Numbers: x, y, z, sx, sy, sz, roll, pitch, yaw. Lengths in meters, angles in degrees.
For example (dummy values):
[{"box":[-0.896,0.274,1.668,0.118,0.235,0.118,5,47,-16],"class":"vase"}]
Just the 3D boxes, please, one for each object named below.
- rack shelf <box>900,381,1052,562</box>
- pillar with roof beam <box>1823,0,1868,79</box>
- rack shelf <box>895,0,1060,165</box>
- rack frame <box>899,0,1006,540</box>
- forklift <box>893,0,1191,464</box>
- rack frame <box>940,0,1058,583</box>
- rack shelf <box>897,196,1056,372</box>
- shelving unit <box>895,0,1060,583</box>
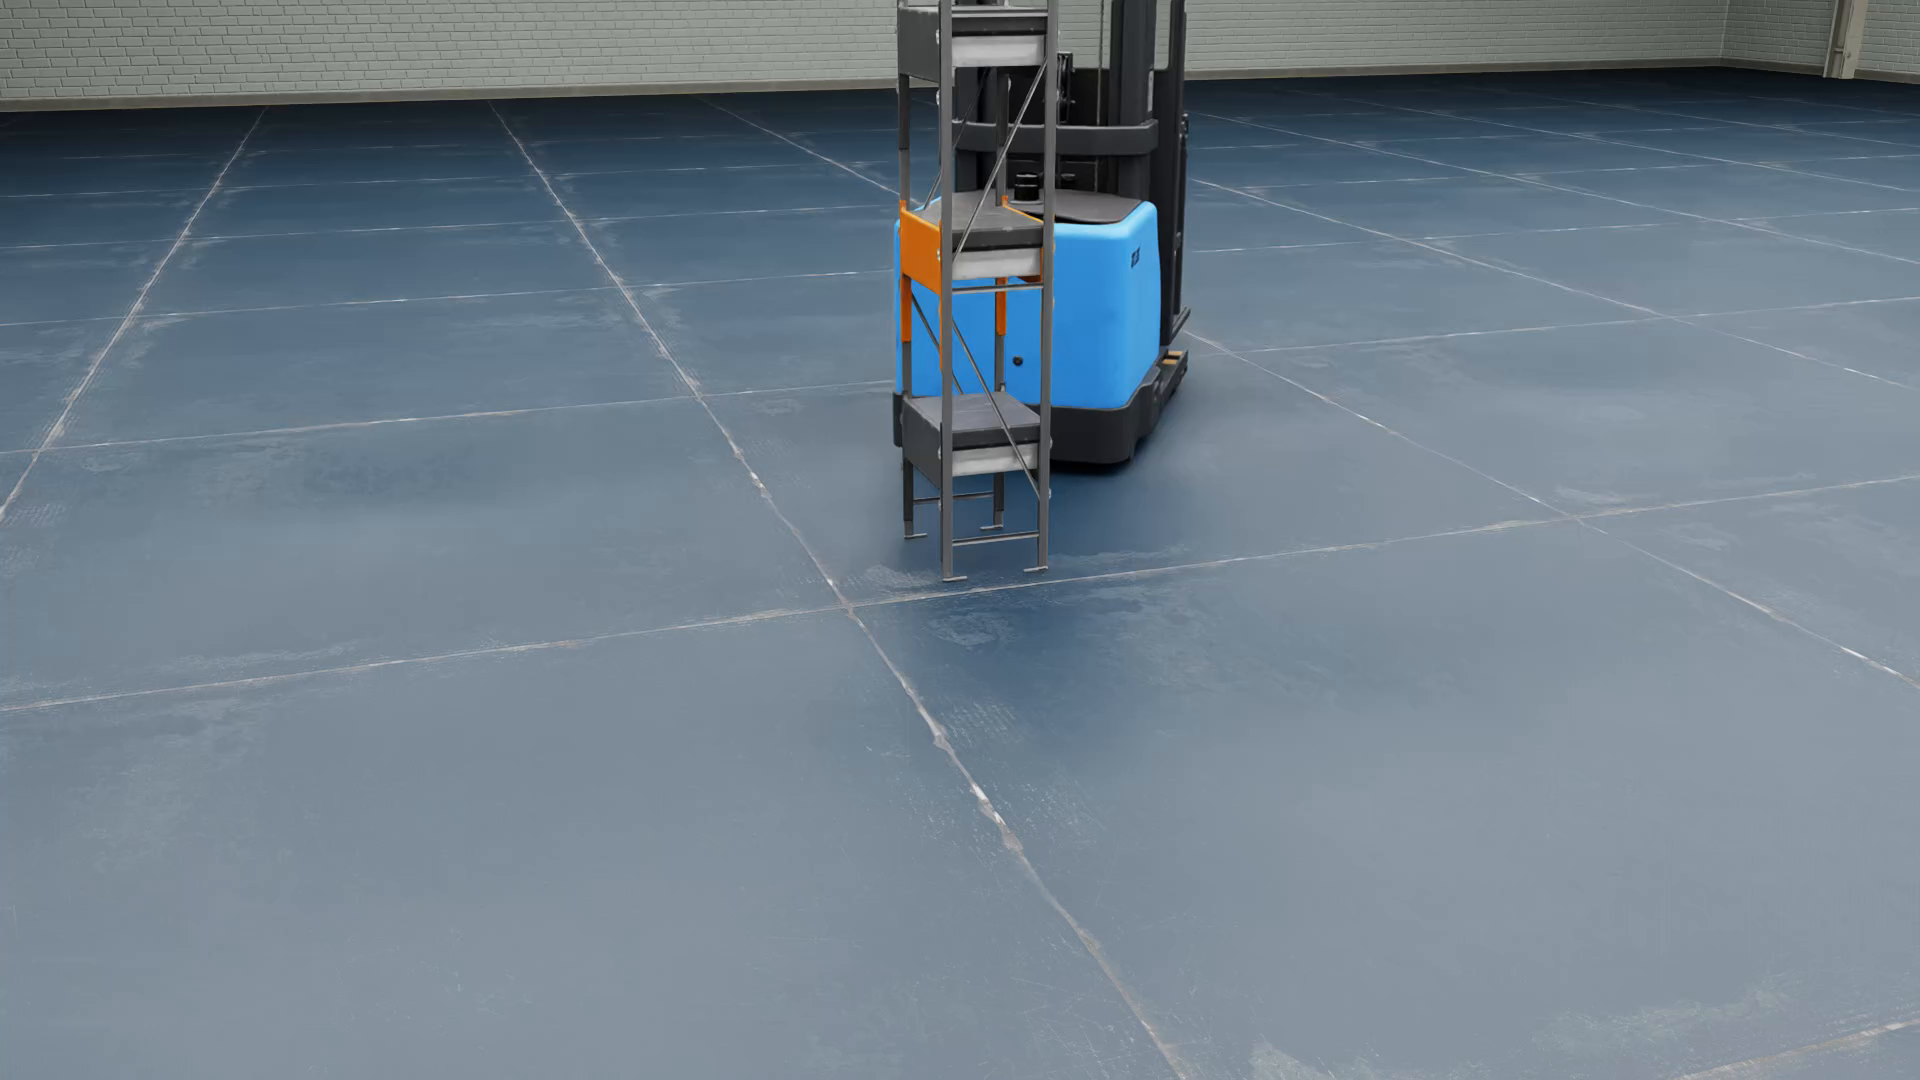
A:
[{"box":[0.052,-0.263,6.155,0.431,0.518,0.480,-6,21,-17],"class":"rack shelf"},{"box":[10.928,-11.679,25.620,9.100,9.000,0.400,-6,21,-17],"class":"pillar with roof beam"},{"box":[0.052,-1.581,5.682,0.431,0.518,0.480,-6,21,-17],"class":"rack shelf"},{"box":[-0.025,-1.013,6.132,0.400,2.100,0.015,-6,21,-17],"class":"rack frame"},{"box":[0.575,-2.169,8.119,1.130,2.935,3.031,5,20,14],"class":"forklift"},{"box":[0.129,-0.857,5.696,0.400,2.100,0.015,-6,21,-17],"class":"rack frame"},{"box":[0.052,-0.922,5.918,0.431,0.518,0.480,-6,21,-17],"class":"rack shelf"},{"box":[0.052,-0.935,5.914,0.431,2.100,0.503,-6,21,-17],"class":"shelving unit"}]
